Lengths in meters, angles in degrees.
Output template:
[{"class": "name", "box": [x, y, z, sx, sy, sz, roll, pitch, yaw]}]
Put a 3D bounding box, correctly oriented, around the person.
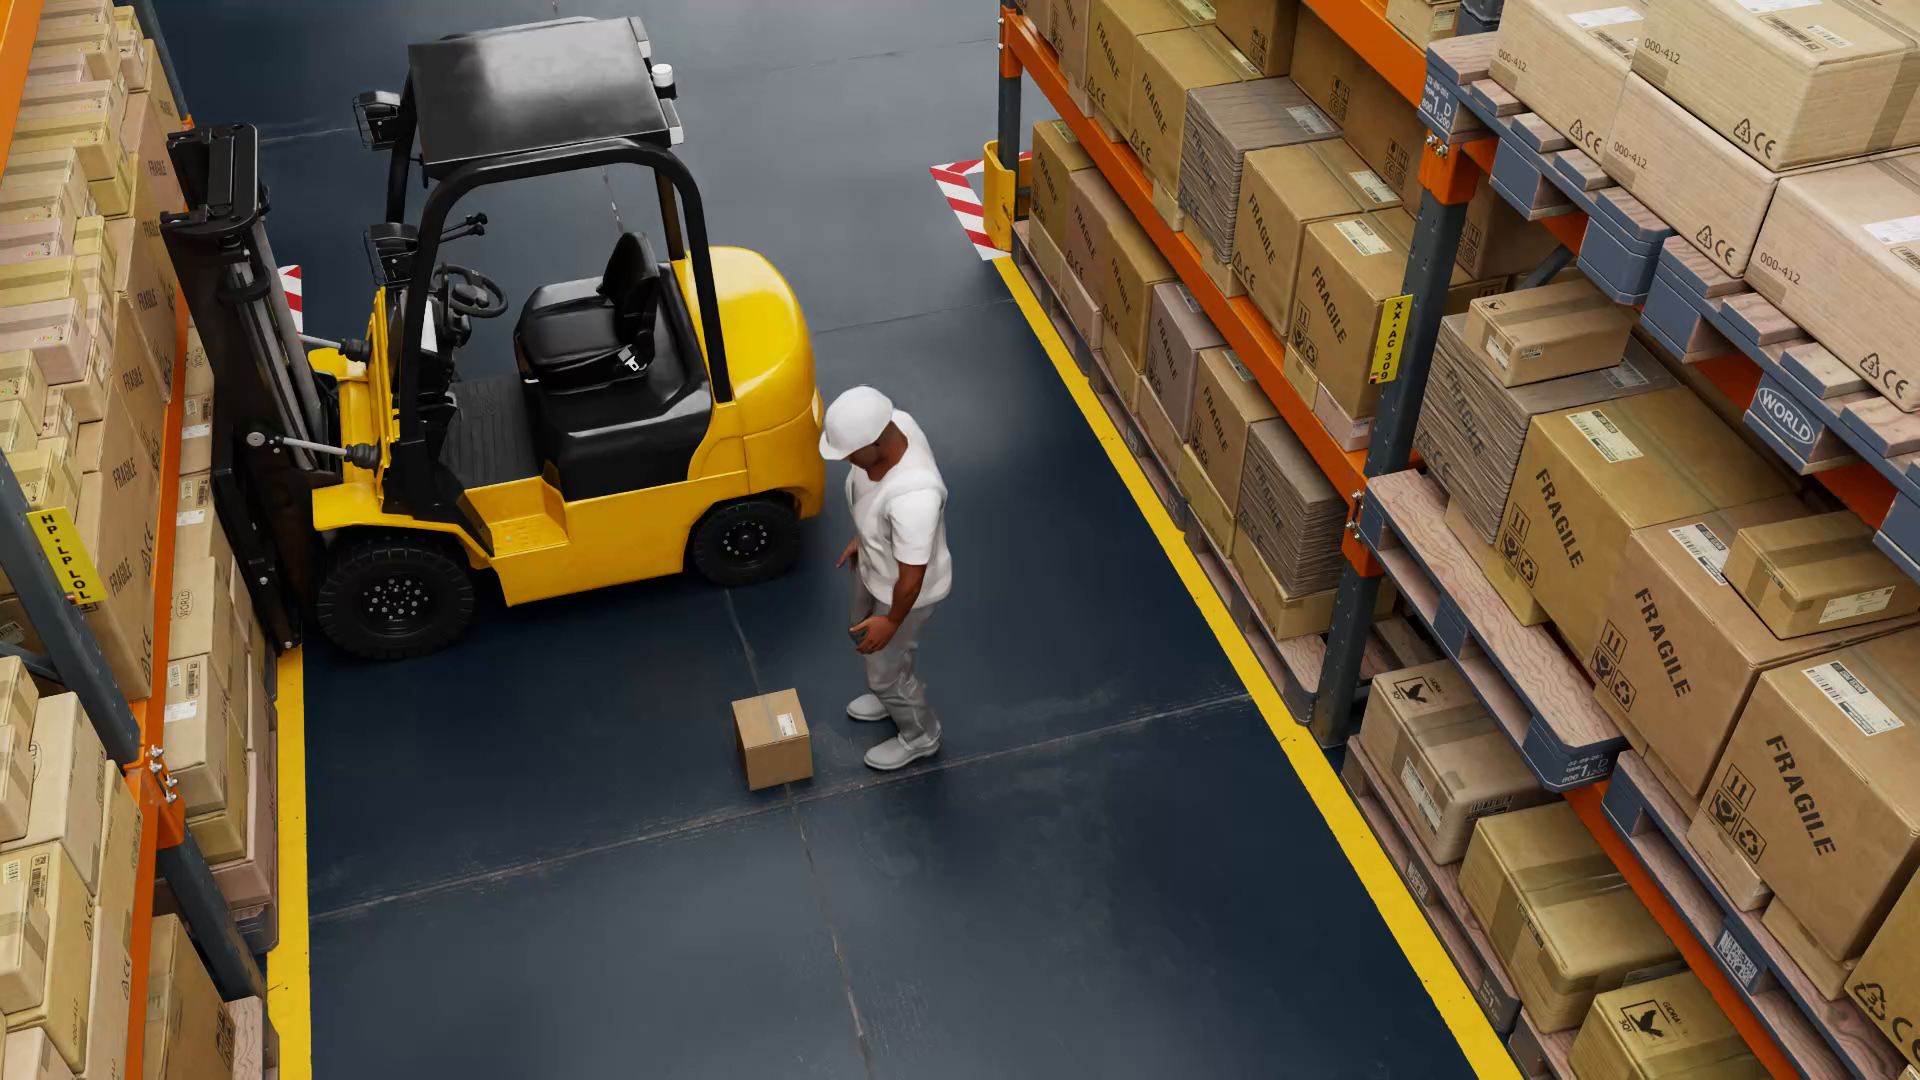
[{"class": "person", "box": [-0.258, 0.142, 6.016, 0.437, 1.725, 0.588, -11, 43, -12]}]
